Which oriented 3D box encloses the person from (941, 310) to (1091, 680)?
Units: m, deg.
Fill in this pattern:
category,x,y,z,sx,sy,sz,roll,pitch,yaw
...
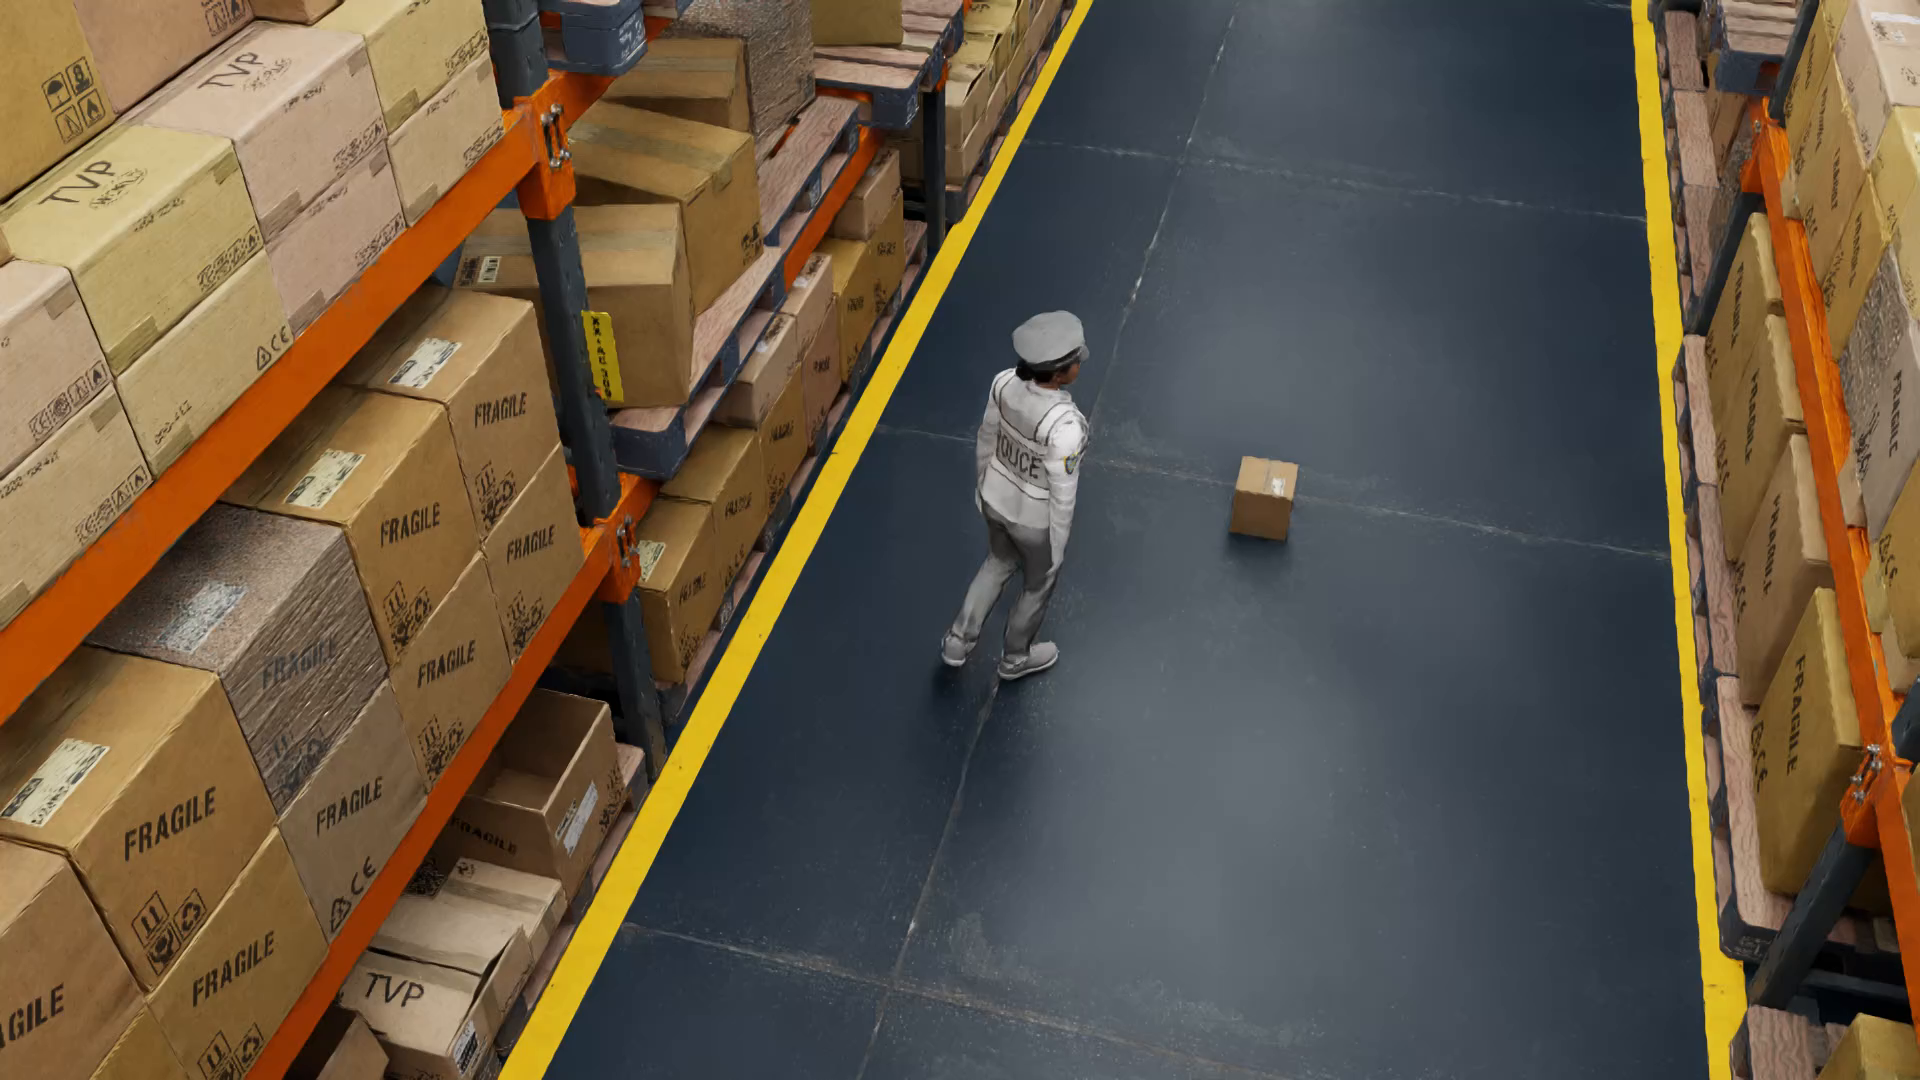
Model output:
category,x,y,z,sx,sy,sz,roll,pitch,yaw
person,0.209,-0.094,6.253,0.502,1.670,0.522,-29,49,-29
